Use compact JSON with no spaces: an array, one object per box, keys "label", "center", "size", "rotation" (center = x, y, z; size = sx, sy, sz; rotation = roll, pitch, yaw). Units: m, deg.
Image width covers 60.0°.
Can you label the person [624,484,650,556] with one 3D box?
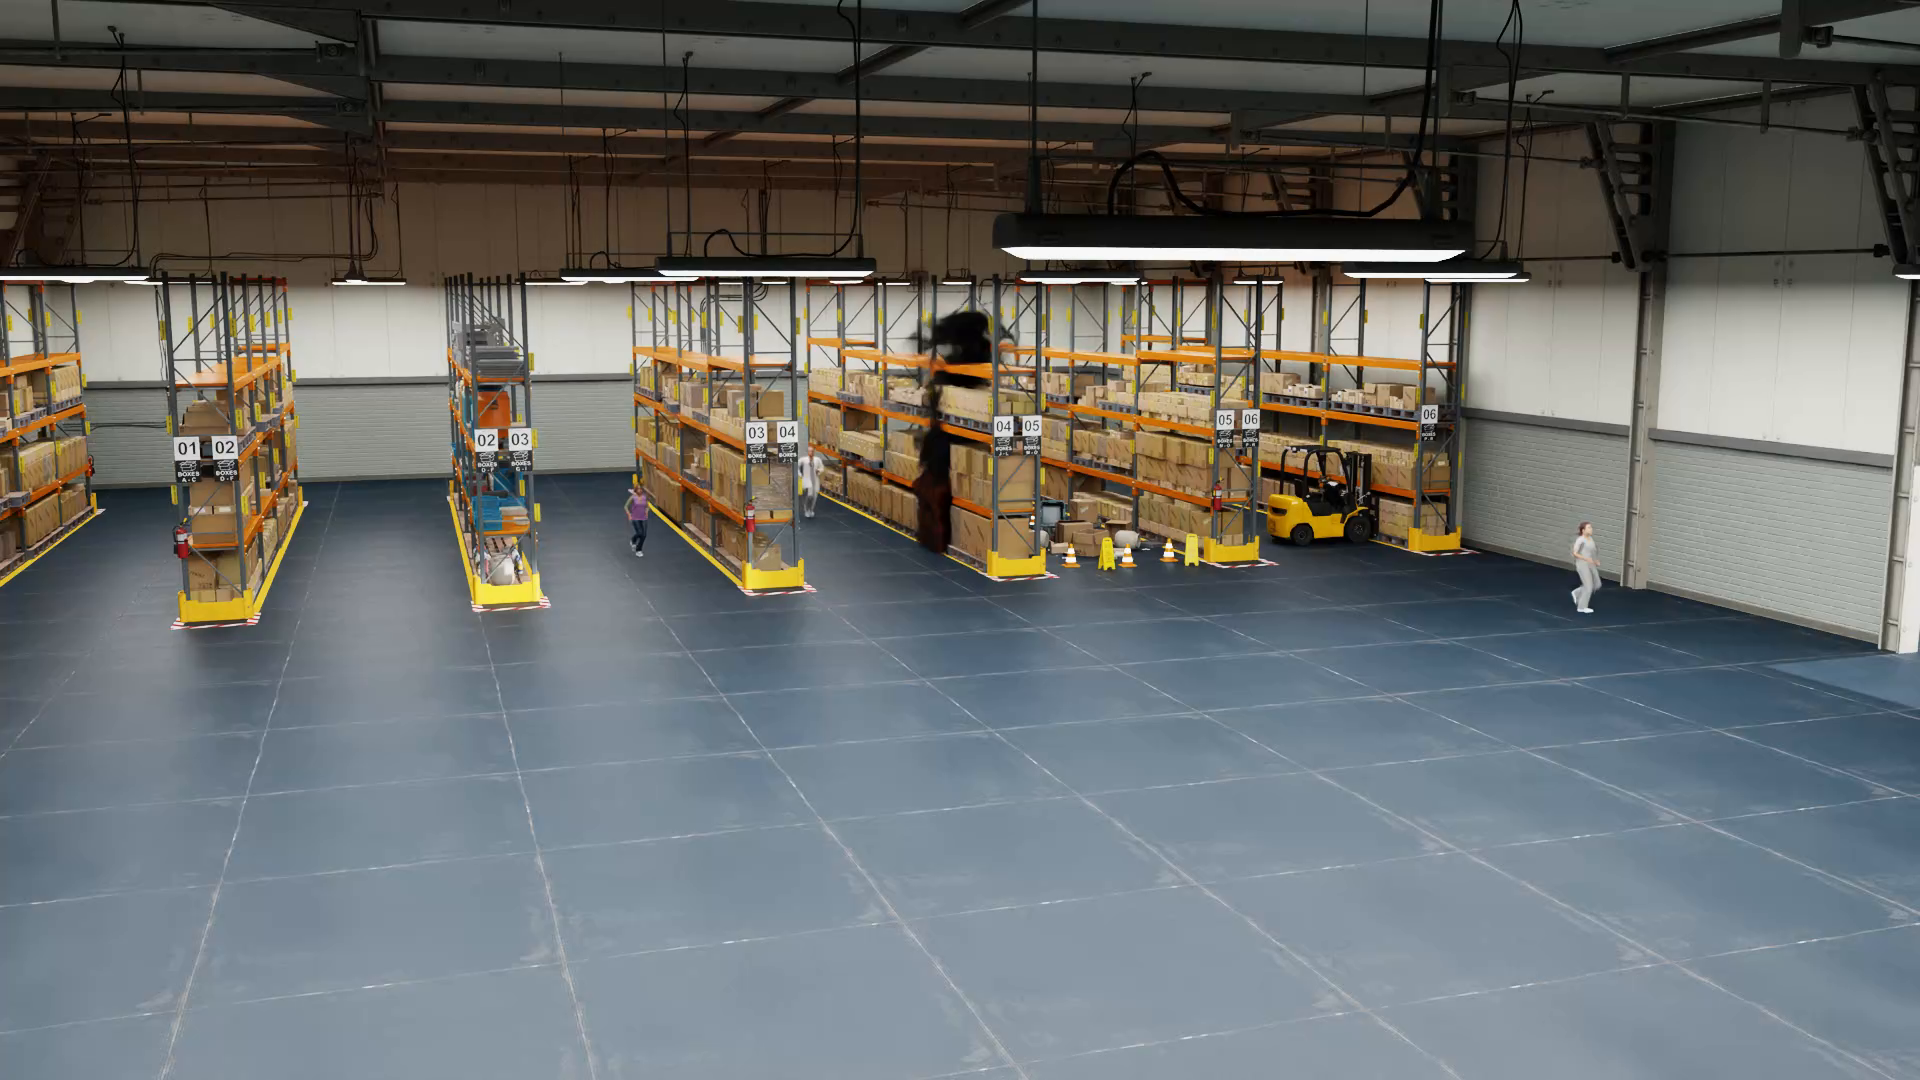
[{"label":"person","center":[-6.880,-0.418,35.701],"size":[0.529,1.558,0.534],"rotation":[-6,10,-34]}]

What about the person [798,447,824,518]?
[{"label":"person","center":[-3.741,-1.404,41.781],"size":[0.685,1.690,0.755],"rotation":[-4,9,-23]}]

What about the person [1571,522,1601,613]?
[{"label":"person","center":[11.107,0.478,29.537],"size":[0.561,1.620,0.585],"rotation":[-6,11,-36]}]

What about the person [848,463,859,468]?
[{"label":"person","center":[-3.052,-2.517,50.085],"size":[0.870,1.471,0.588],"rotation":[-4,9,-23]}]
